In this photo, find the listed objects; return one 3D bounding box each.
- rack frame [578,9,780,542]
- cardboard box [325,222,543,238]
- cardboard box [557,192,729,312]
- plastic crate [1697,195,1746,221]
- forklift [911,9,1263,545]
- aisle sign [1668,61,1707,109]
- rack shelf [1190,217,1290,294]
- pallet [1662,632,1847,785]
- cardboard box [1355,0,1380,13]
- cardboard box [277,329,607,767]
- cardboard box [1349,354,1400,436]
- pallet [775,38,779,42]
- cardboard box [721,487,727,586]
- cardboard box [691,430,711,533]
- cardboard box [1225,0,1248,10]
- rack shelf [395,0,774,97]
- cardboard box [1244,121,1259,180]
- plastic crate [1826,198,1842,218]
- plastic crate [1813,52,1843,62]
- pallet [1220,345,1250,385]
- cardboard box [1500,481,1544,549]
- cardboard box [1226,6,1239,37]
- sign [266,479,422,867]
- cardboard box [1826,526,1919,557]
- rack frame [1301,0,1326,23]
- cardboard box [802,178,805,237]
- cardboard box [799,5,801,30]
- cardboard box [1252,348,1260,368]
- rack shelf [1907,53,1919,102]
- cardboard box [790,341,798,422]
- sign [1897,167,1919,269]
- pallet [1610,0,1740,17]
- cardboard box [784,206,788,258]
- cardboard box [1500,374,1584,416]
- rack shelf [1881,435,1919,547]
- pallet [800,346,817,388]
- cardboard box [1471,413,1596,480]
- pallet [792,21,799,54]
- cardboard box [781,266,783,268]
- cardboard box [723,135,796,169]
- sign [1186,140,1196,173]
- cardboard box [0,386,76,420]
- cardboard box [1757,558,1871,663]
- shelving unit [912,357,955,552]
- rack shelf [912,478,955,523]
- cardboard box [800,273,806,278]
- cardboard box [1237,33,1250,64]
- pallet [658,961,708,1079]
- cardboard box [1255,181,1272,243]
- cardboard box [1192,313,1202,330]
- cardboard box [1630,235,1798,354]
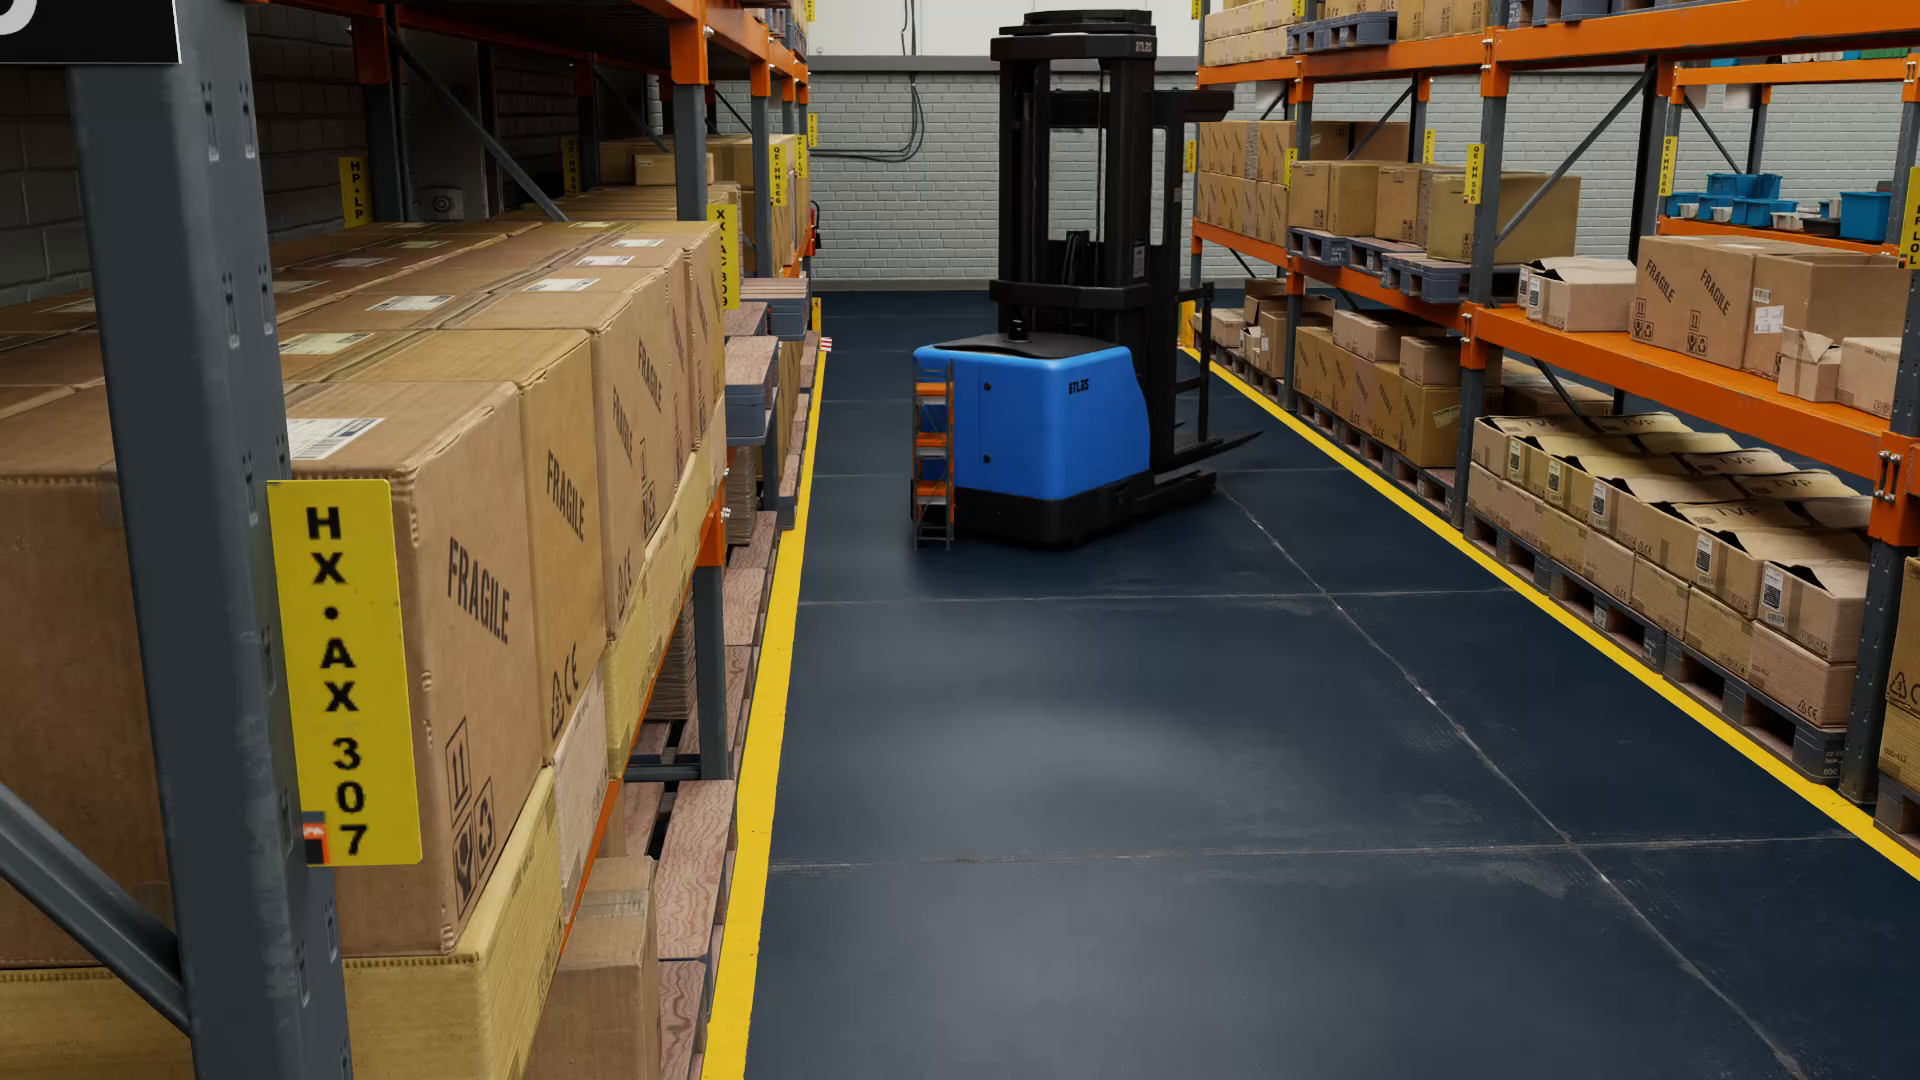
[{"bbox_3d":[-1.534,-1.451,9.146,1.000,3.000,0.127,-1,14,-3],"label":"rack frame"},{"bbox_3d":[-1.465,-0.636,4.735,0.500,0.500,0.500,-1,14,-5],"label":"cardboard box"},{"bbox_3d":[-1.395,-1.286,7.422,0.700,0.500,0.500,-1,14,-3],"label":"cardboard box"},{"bbox_3d":[7.586,-3.311,16.591,0.416,0.233,0.300,-1,14,-3],"label":"plastic crate"},{"bbox_3d":[0.972,-1.707,10.278,1.130,2.935,3.031,10,17,34],"label":"forklift"},{"bbox_3d":[7.558,-4.866,17.201,0.394,0.787,0.004,-1,14,-3],"label":"aisle sign"},{"bbox_3d":[3.038,-2.672,15.336,1.077,0.370,4.000,-1,14,-3],"label":"rack shelf"},{"bbox_3d":[3.573,0.634,6.637,1.003,0.211,1.213,-1,14,-3],"label":"pallet"},{"bbox_3d":[3.184,-3.984,11.726,0.600,0.600,0.600,-1,14,-4],"label":"cardboard box"},{"bbox_3d":[-0.788,-0.008,2.293,0.500,0.500,0.500,-1,14,-3],"label":"cardboard box"},{"bbox_3d":[3.047,-1.019,11.600,0.500,0.500,0.500,-1,14,-6],"label":"cardboard box"},{"bbox_3d":[-1.699,-3.249,10.495,1.003,0.211,1.213,0,14,-1],"label":"pallet"},{"bbox_3d":[-1.462,-0.022,7.726,0.700,0.500,0.500,-1,14,-4],"label":"cardboard box"},{"bbox_3d":[-0.932,-0.156,4.374,0.500,0.250,0.500,-1,14,-3],"label":"cardboard box"},{"bbox_3d":[2.909,-5.250,15.684,0.700,0.500,0.500,-1,14,-3],"label":"cardboard box"},{"bbox_3d":[-1.410,-2.058,6.928,1.077,0.370,4.000,-1,14,-3],"label":"rack shelf"},{"bbox_3d":[2.807,-3.430,14.631,0.500,0.500,0.500,-1,14,-3],"label":"cardboard box"},{"bbox_3d":[8.196,-2.953,15.101,0.437,0.282,0.530,-1,14,-3],"label":"plastic crate"},{"bbox_3d":[7.648,-4.234,14.472,0.293,0.136,0.466,-1,14,-3],"label":"plastic crate"},{"bbox_3d":[3.042,-1.647,15.506,1.003,0.211,1.213,-1,14,-3],"label":"pallet"},{"bbox_3d":[3.181,-0.140,8.727,0.500,0.250,0.500,-1,14,-5],"label":"cardboard box"},{"bbox_3d":[2.748,-4.760,15.283,0.500,0.250,0.500,-1,14,-3],"label":"cardboard box"},{"bbox_3d":[-0.497,0.111,1.338,0.100,0.325,0.005,-1,14,-3],"label":"sign"},{"bbox_3d":[3.855,0.092,6.699,0.500,0.311,0.500,-1,14,-4],"label":"cardboard box"},{"bbox_3d":[3.162,-5.428,12.565,1.000,3.000,0.127,-1,14,-3],"label":"rack frame"},{"bbox_3d":[-1.894,-3.089,14.909,0.980,0.700,0.700,-2,15,-6],"label":"cardboard box"},{"bbox_3d":[-1.618,-4.508,14.265,0.500,0.250,0.500,-1,14,-5],"label":"cardboard box"},{"bbox_3d":[2.761,-1.585,14.506,0.380,0.149,0.250,-1,14,-3],"label":"cardboard box"},{"bbox_3d":[8.230,-3.206,11.389,1.077,0.370,4.000,-1,14,-3],"label":"rack shelf"},{"bbox_3d":[-1.554,-1.227,11.748,0.750,0.750,0.750,0,14,-2],"label":"cardboard box"},{"bbox_3d":[3.117,-1.045,5.404,0.100,0.325,0.005,-1,14,-3],"label":"sign"},{"bbox_3d":[3.614,-2.444,7.365,1.003,0.211,1.213,0,14,-1],"label":"pallet"},{"bbox_3d":[-1.361,-2.032,10.565,0.500,0.500,0.500,-1,14,-4],"label":"cardboard box"},{"bbox_3d":[3.629,-0.778,10.666,0.500,0.500,0.500,-1,14,-5],"label":"cardboard box"},{"bbox_3d":[3.782,0.312,3.736,1.077,0.370,4.000,-1,14,-3],"label":"rack shelf"},{"bbox_3d":[-1.829,-1.590,15.281,1.003,0.211,1.213,-1,14,-3],"label":"pallet"},{"bbox_3d":[3.149,-0.537,9.143,0.500,0.311,0.500,0,14,-2],"label":"cardboard box"},{"bbox_3d":[-1.822,-4.059,13.441,1.003,0.211,1.213,-1,14,-3],"label":"pallet"},{"bbox_3d":[-1.444,-2.000,11.743,0.380,0.149,0.250,-1,14,-3],"label":"cardboard box"},{"bbox_3d":[-1.497,-2.899,12.430,0.500,0.250,0.500,-1,14,-2],"label":"cardboard box"},{"bbox_3d":[2.373,-3.929,17.039,0.100,0.325,0.005,-1,14,-3],"label":"sign"},{"bbox_3d":[-1.280,0.125,1.778,0.500,0.500,0.500,-1,14,-4],"label":"cardboard box"},{"bbox_3d":[3.347,0.227,6.175,0.500,0.311,0.500,-1,14,-3],"label":"cardboard box"},{"bbox_3d":[-0.146,-0.477,9.275,0.215,1.050,0.252,1,14,5],"label":"shelving unit"},{"bbox_3d":[-0.146,-0.198,9.347,0.215,0.259,0.240,1,14,5],"label":"rack shelf"},{"bbox_3d":[-1.680,-2.482,16.026,0.380,0.149,0.250,0,14,-2],"label":"cardboard box"},{"bbox_3d":[2.781,-4.393,14.862,0.500,0.250,0.500,-1,14,-3],"label":"cardboard box"},{"bbox_3d":[-1.131,1.365,3.798,1.003,0.211,1.213,-1,14,-3],"label":"pallet"},{"bbox_3d":[2.842,-2.820,14.266,0.500,0.500,0.500,0,14,-2],"label":"cardboard box"},{"bbox_3d":[2.597,-2.241,17.054,0.380,0.149,0.250,-1,14,-3],"label":"cardboard box"},{"bbox_3d":[3.530,-1.160,7.813,0.500,0.500,0.500,-2,15,-6],"label":"cardboard box"}]
